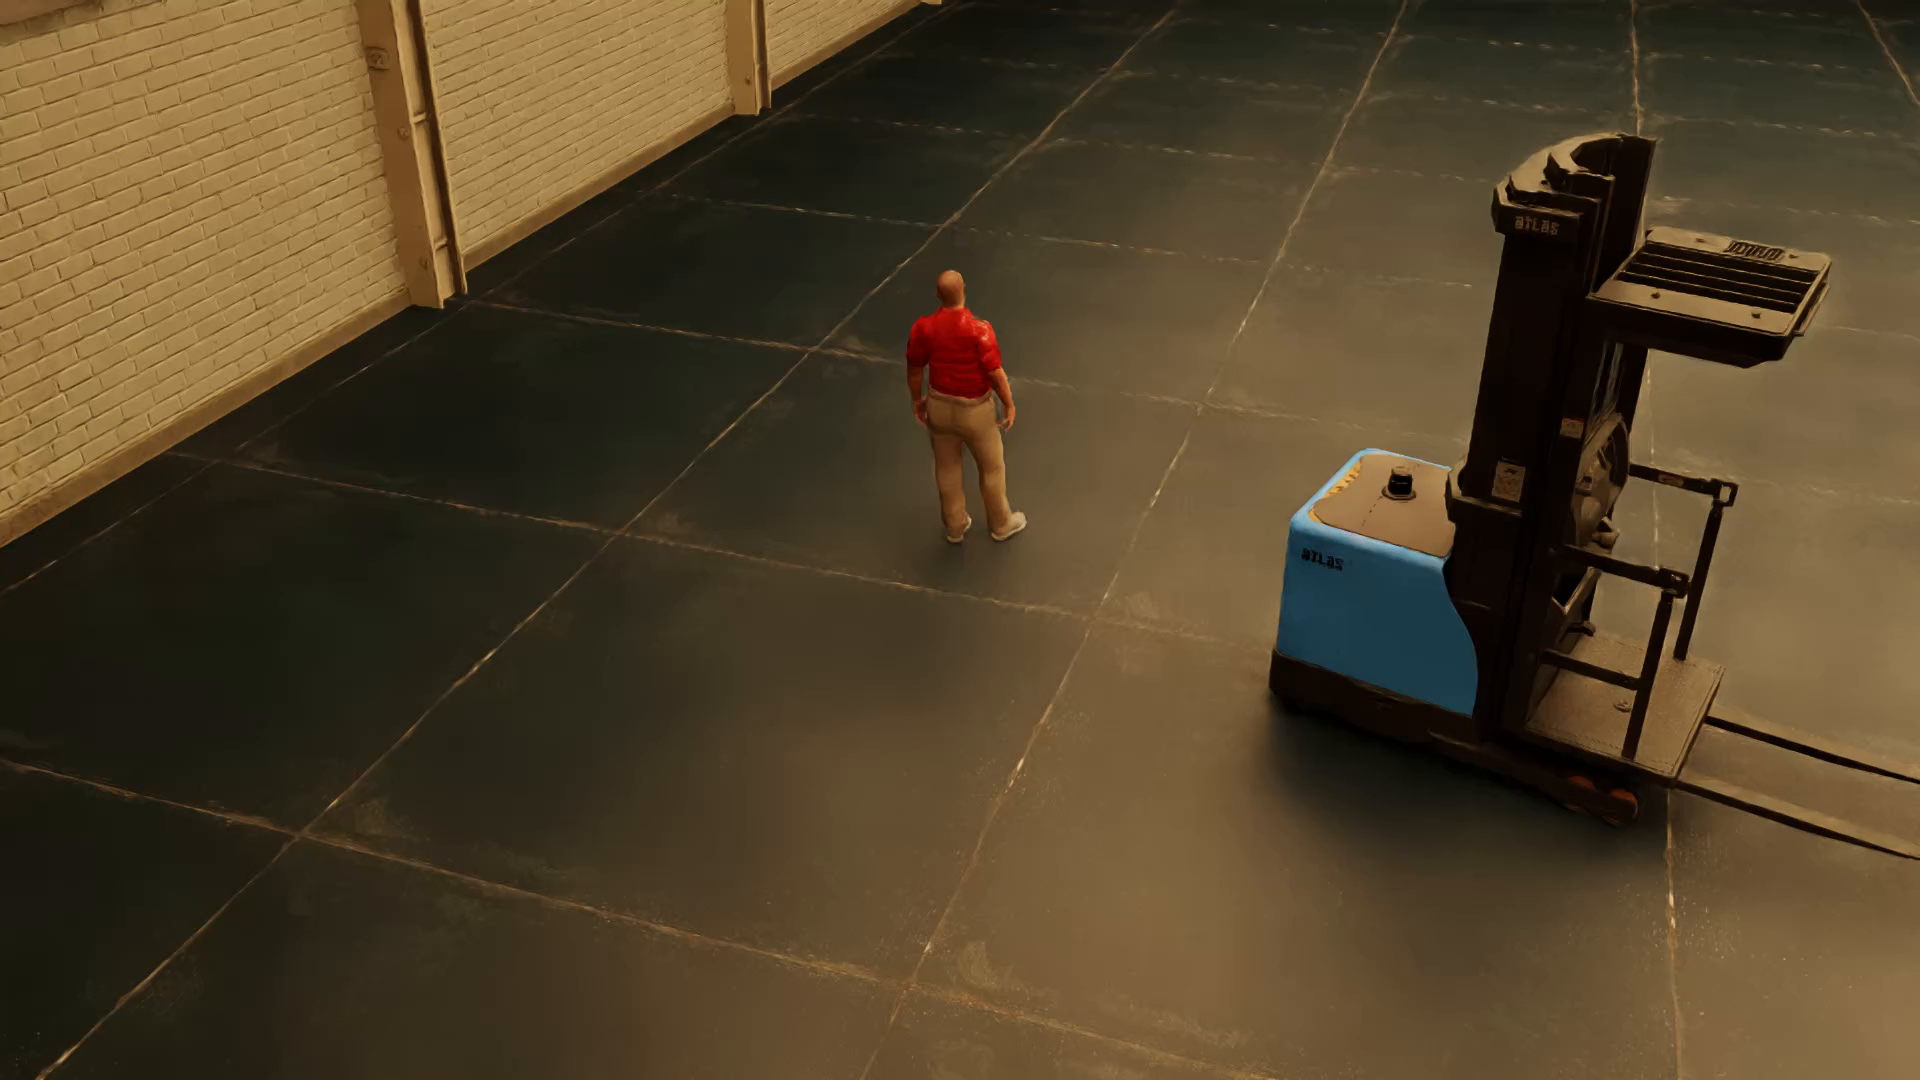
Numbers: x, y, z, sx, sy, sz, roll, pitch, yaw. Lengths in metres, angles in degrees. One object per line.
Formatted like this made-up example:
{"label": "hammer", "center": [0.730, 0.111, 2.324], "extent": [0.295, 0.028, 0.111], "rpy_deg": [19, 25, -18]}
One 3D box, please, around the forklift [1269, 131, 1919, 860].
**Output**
{"label": "forklift", "center": [3.115, -0.243, 7.563], "extent": [3.031, 2.935, 1.130], "rpy_deg": [18, 34, 29]}

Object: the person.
{"label": "person", "center": [0.040, -0.798, 9.735], "extent": [0.640, 1.727, 0.550], "rpy_deg": [10, 31, 16]}
